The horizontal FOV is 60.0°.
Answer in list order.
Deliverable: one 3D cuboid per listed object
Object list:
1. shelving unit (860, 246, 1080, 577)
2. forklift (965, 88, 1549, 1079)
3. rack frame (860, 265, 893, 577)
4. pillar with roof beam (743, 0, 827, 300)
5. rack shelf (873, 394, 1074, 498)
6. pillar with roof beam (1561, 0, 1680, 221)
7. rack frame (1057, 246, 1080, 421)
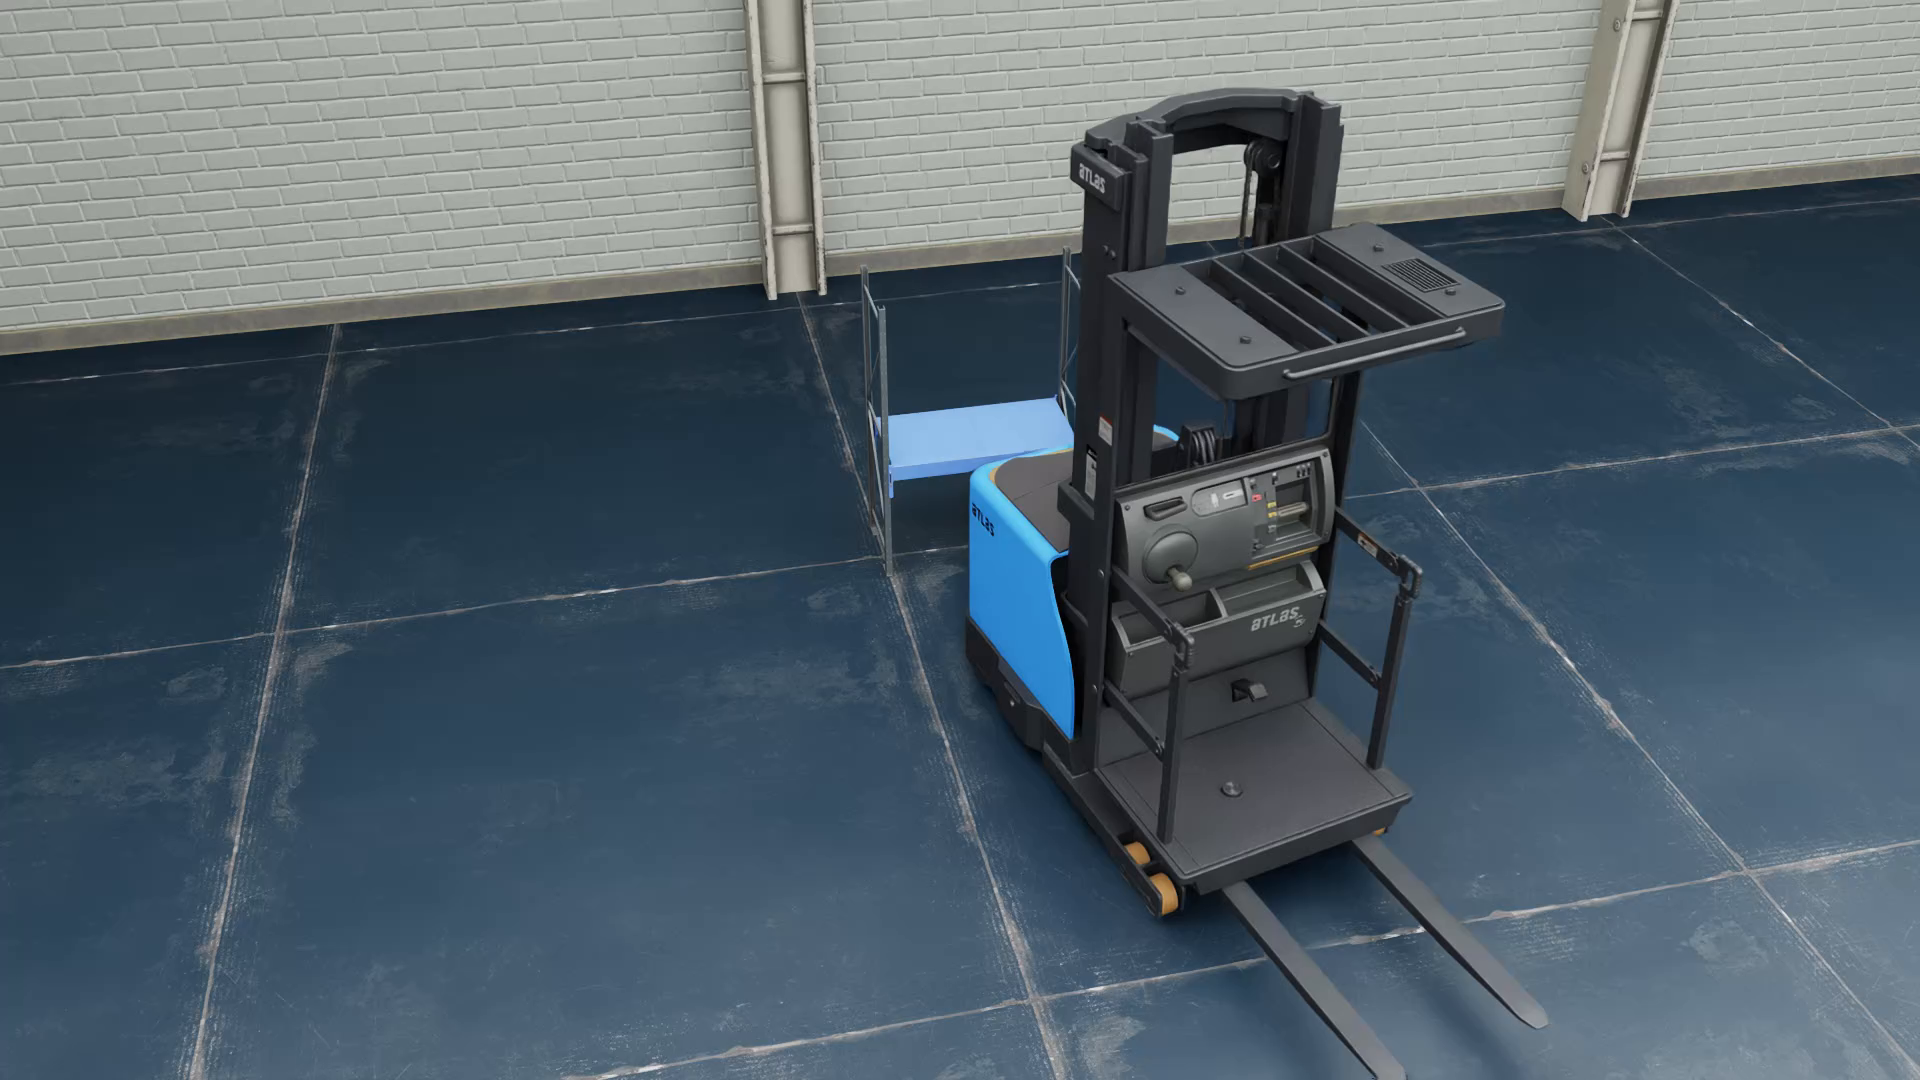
[{"bbox_3d":[0.083,-0.633,8.348,1.048,1.500,0.538,-7,35,-11],"label":"shelving unit"},{"bbox_3d":[1.115,-0.019,6.148,1.130,2.935,3.031,-15,37,-21],"label":"forklift"},{"bbox_3d":[-0.413,-0.571,8.255,0.032,1.500,0.500,-7,35,-11],"label":"rack frame"},{"bbox_3d":[-0.174,-3.114,5.314,0.400,9.000,9.100,-7,35,-11],"label":"pillar with roof beam"},{"bbox_3d":[0.083,-0.484,8.448,1.000,0.185,0.538,-7,35,-11],"label":"rack shelf"},{"bbox_3d":[5.678,-3.851,6.413,0.400,9.000,9.100,-7,35,-11],"label":"pillar with roof beam"},{"bbox_3d":[0.579,-0.696,8.441,0.032,1.500,0.500,-7,35,-11],"label":"rack frame"}]
